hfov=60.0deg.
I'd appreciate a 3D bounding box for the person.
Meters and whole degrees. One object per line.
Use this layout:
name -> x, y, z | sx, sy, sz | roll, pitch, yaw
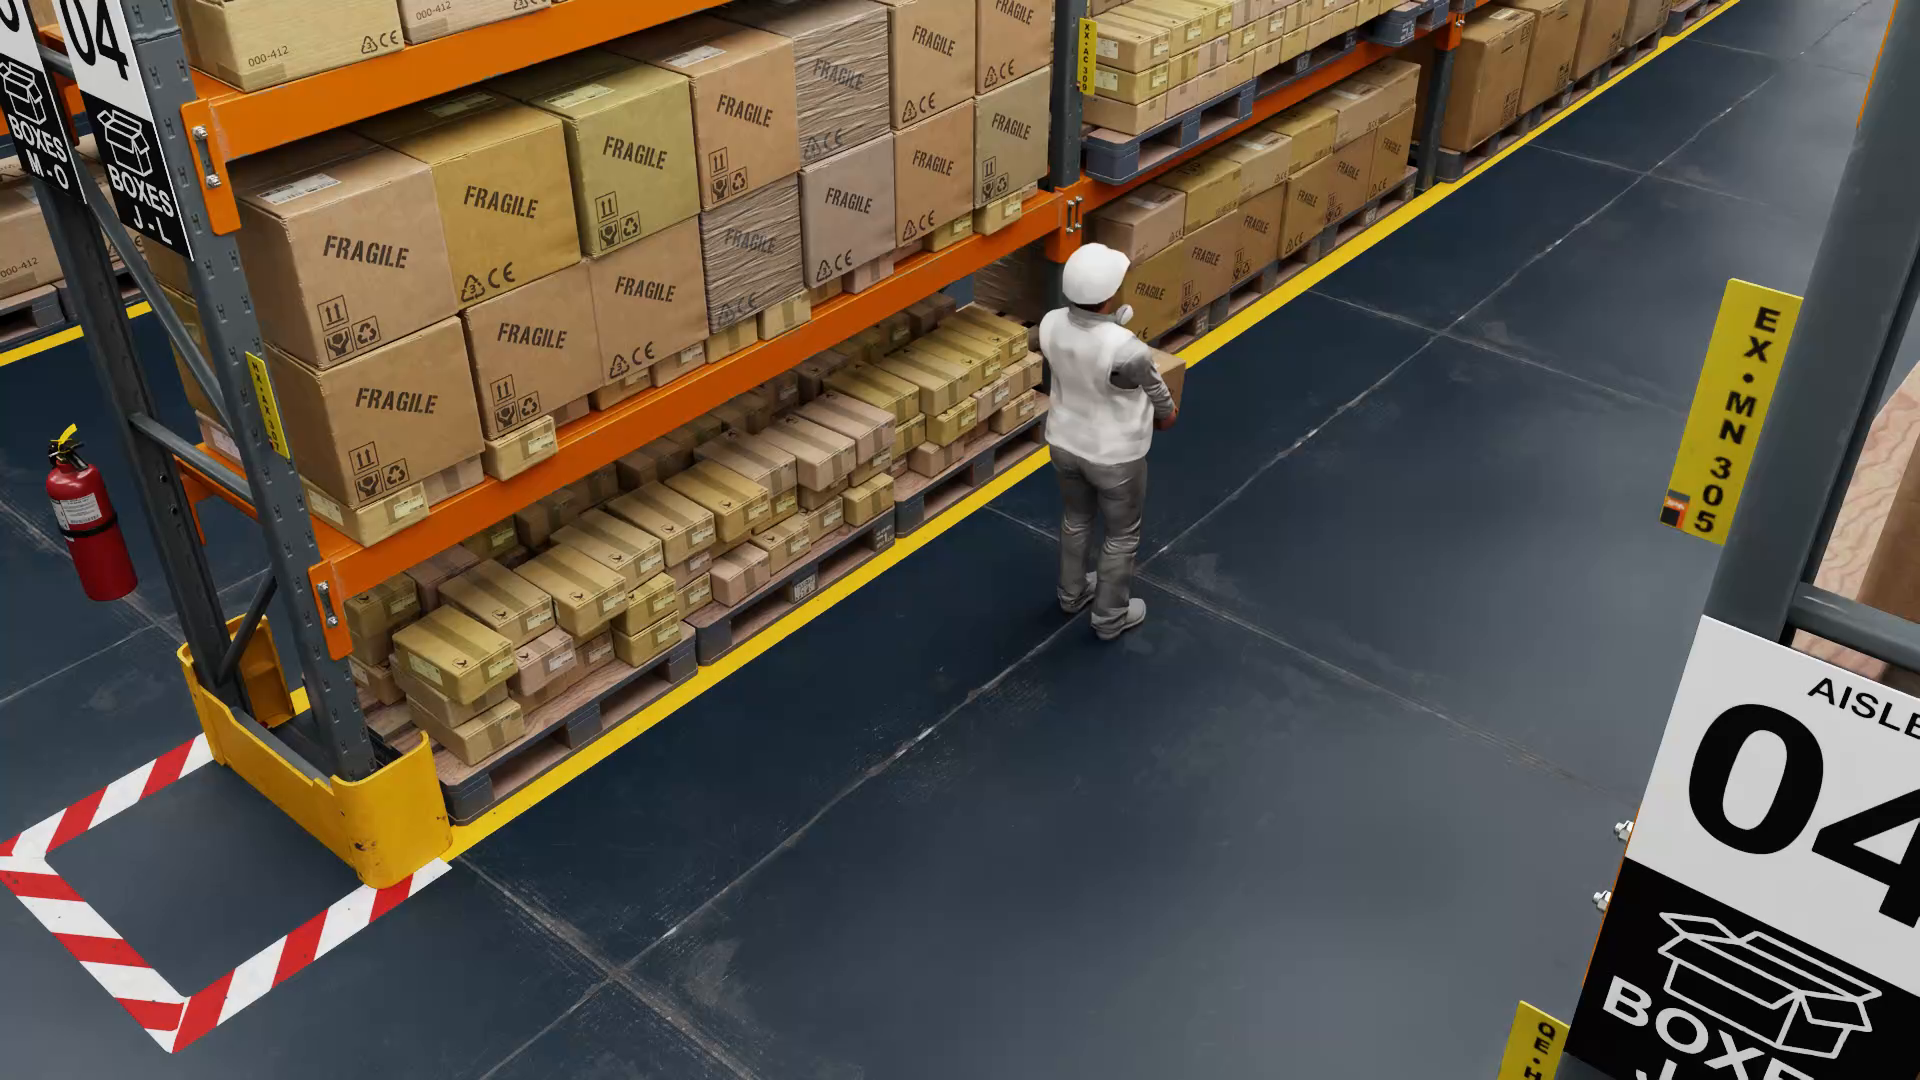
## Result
person -> 0.602, -0.433, 6.754 | 0.494, 1.762, 0.554 | 26, 42, 32
